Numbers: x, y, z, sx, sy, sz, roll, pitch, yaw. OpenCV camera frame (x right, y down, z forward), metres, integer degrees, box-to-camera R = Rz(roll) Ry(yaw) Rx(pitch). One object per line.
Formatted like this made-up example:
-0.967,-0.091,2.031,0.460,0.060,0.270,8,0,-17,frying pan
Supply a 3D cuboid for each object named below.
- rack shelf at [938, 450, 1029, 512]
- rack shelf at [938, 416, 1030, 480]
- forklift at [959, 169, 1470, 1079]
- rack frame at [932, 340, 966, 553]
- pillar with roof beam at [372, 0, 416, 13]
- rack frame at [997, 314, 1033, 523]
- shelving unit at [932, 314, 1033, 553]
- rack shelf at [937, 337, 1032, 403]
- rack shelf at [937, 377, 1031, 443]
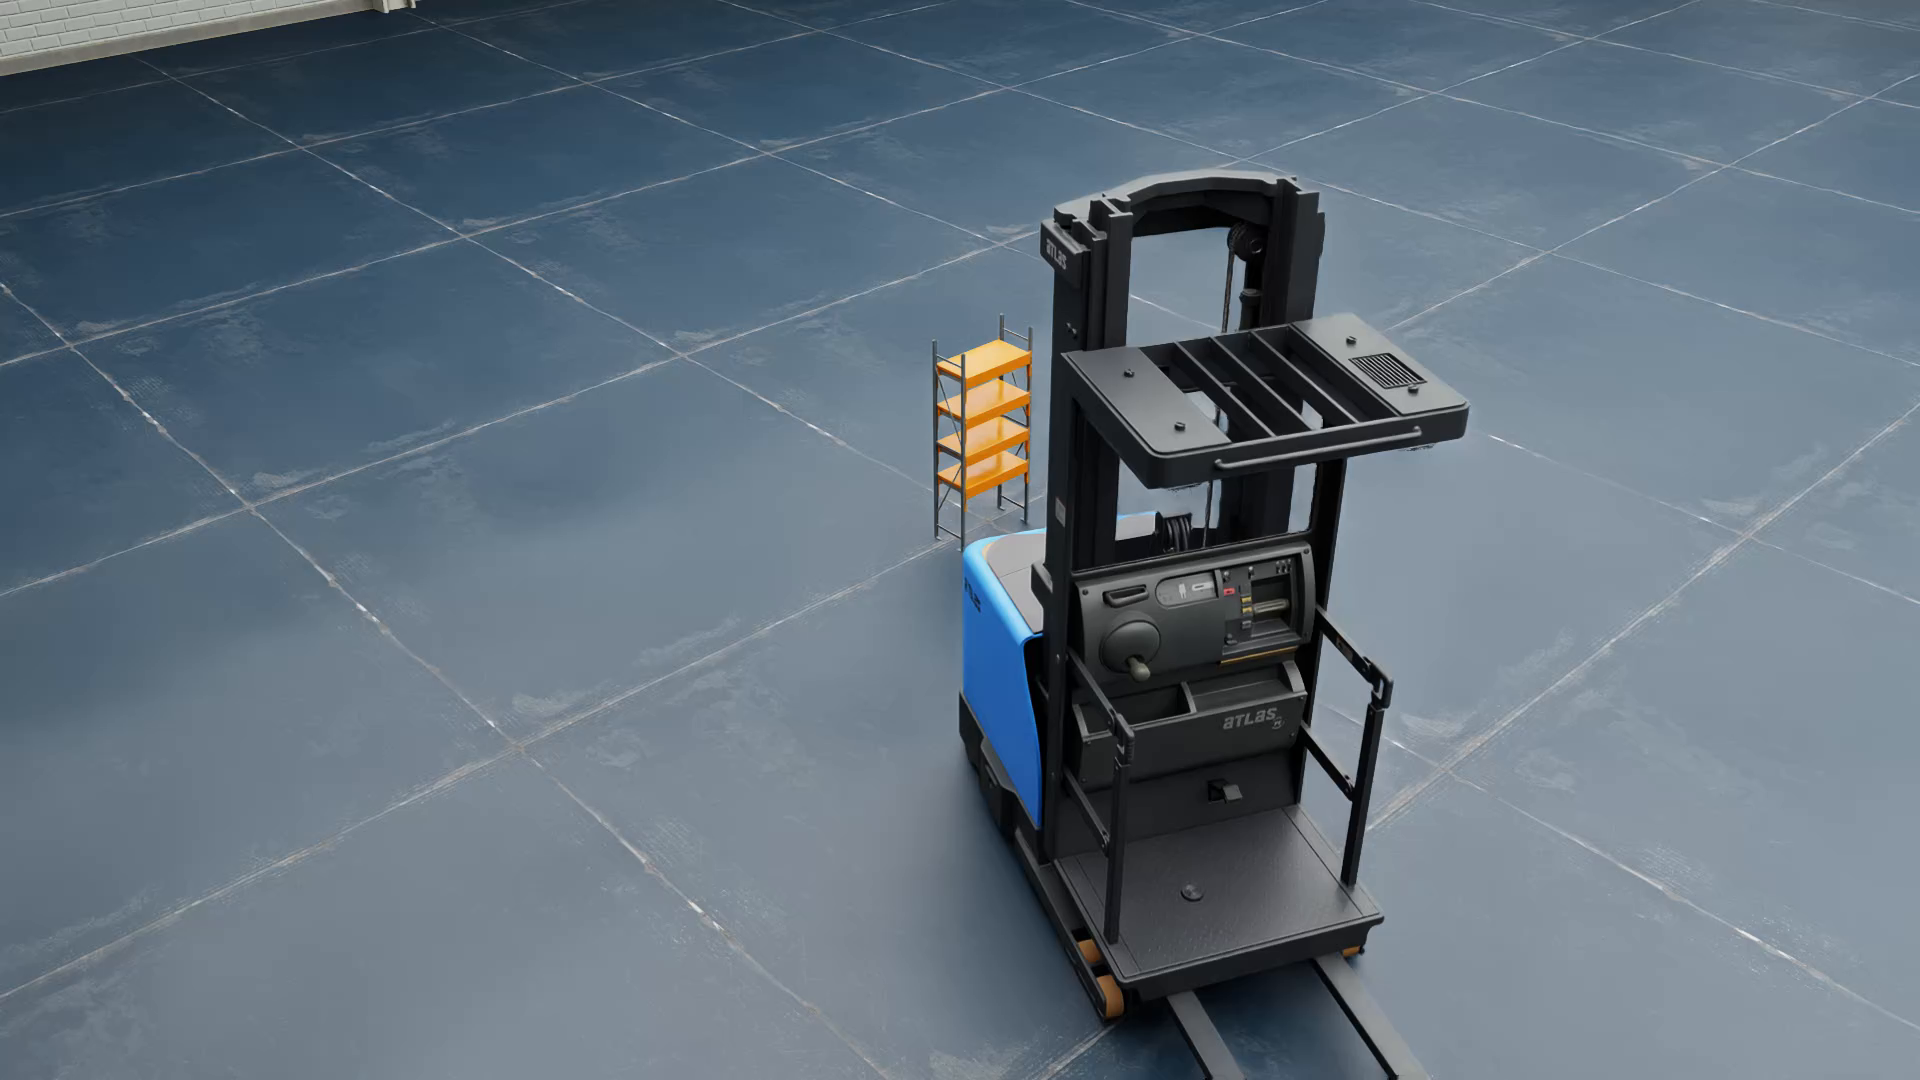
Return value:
0.121,-0.344,9.172,0.480,0.148,0.258,-26,40,-35,rack shelf
0.121,-0.513,9.068,0.480,0.148,0.258,-26,40,-35,rack shelf
0.942,0.321,5.916,1.130,2.935,3.031,-10,33,-16,forklift
-0.058,-0.484,8.891,0.015,1.200,0.240,-26,40,-35,rack frame
-3.676,-8.404,14.368,0.400,9.000,9.100,-26,40,-35,pillar with roof beam
0.300,-0.657,9.175,0.015,1.200,0.240,-26,40,-35,rack frame
0.121,-0.571,9.033,0.503,1.200,0.258,-26,40,-35,shelving unit
0.121,-0.906,8.828,0.480,0.148,0.258,-26,40,-35,rack shelf
0.121,-0.704,8.951,0.480,0.148,0.258,-26,40,-35,rack shelf
